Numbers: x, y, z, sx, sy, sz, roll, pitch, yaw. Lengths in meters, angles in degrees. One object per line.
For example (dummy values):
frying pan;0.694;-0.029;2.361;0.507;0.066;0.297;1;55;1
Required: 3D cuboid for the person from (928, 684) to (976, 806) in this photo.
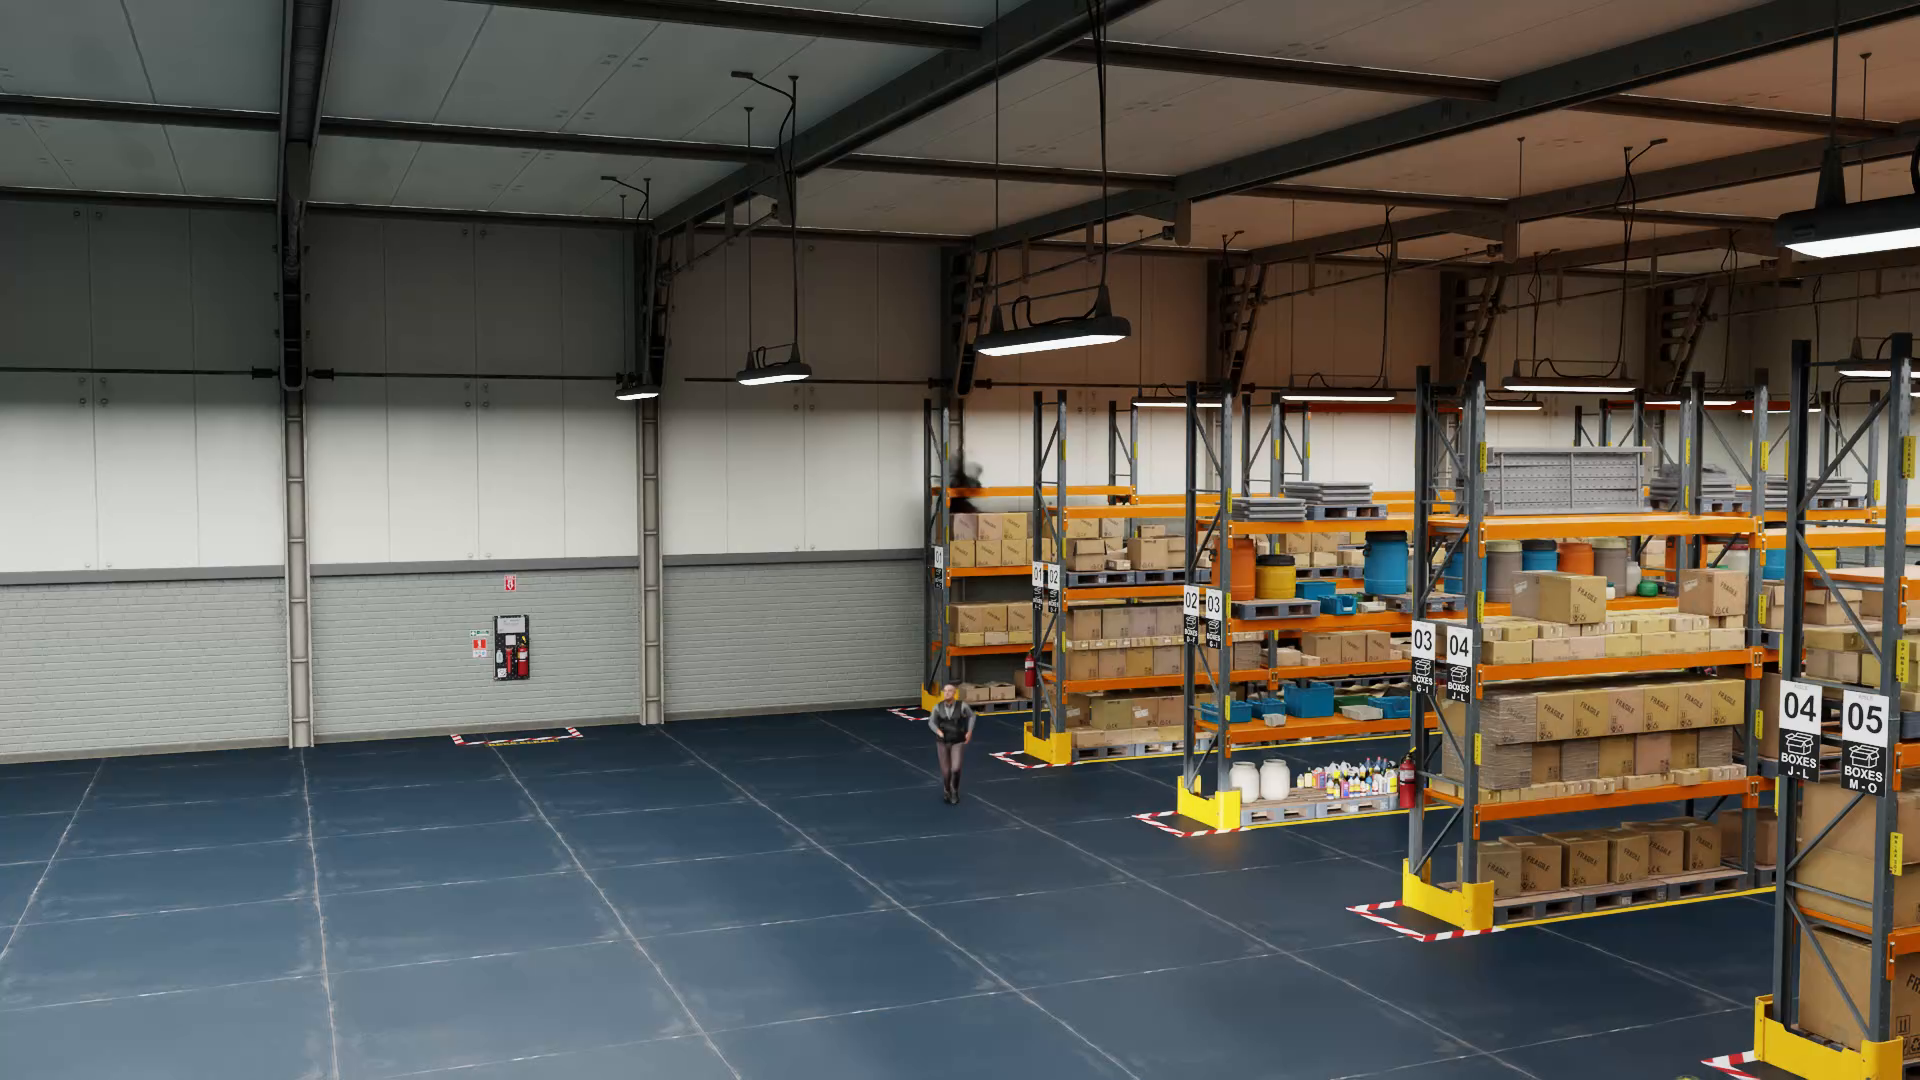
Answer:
person;-0.129;2.956;23.730;0.659;1.647;0.667;1;3;9
